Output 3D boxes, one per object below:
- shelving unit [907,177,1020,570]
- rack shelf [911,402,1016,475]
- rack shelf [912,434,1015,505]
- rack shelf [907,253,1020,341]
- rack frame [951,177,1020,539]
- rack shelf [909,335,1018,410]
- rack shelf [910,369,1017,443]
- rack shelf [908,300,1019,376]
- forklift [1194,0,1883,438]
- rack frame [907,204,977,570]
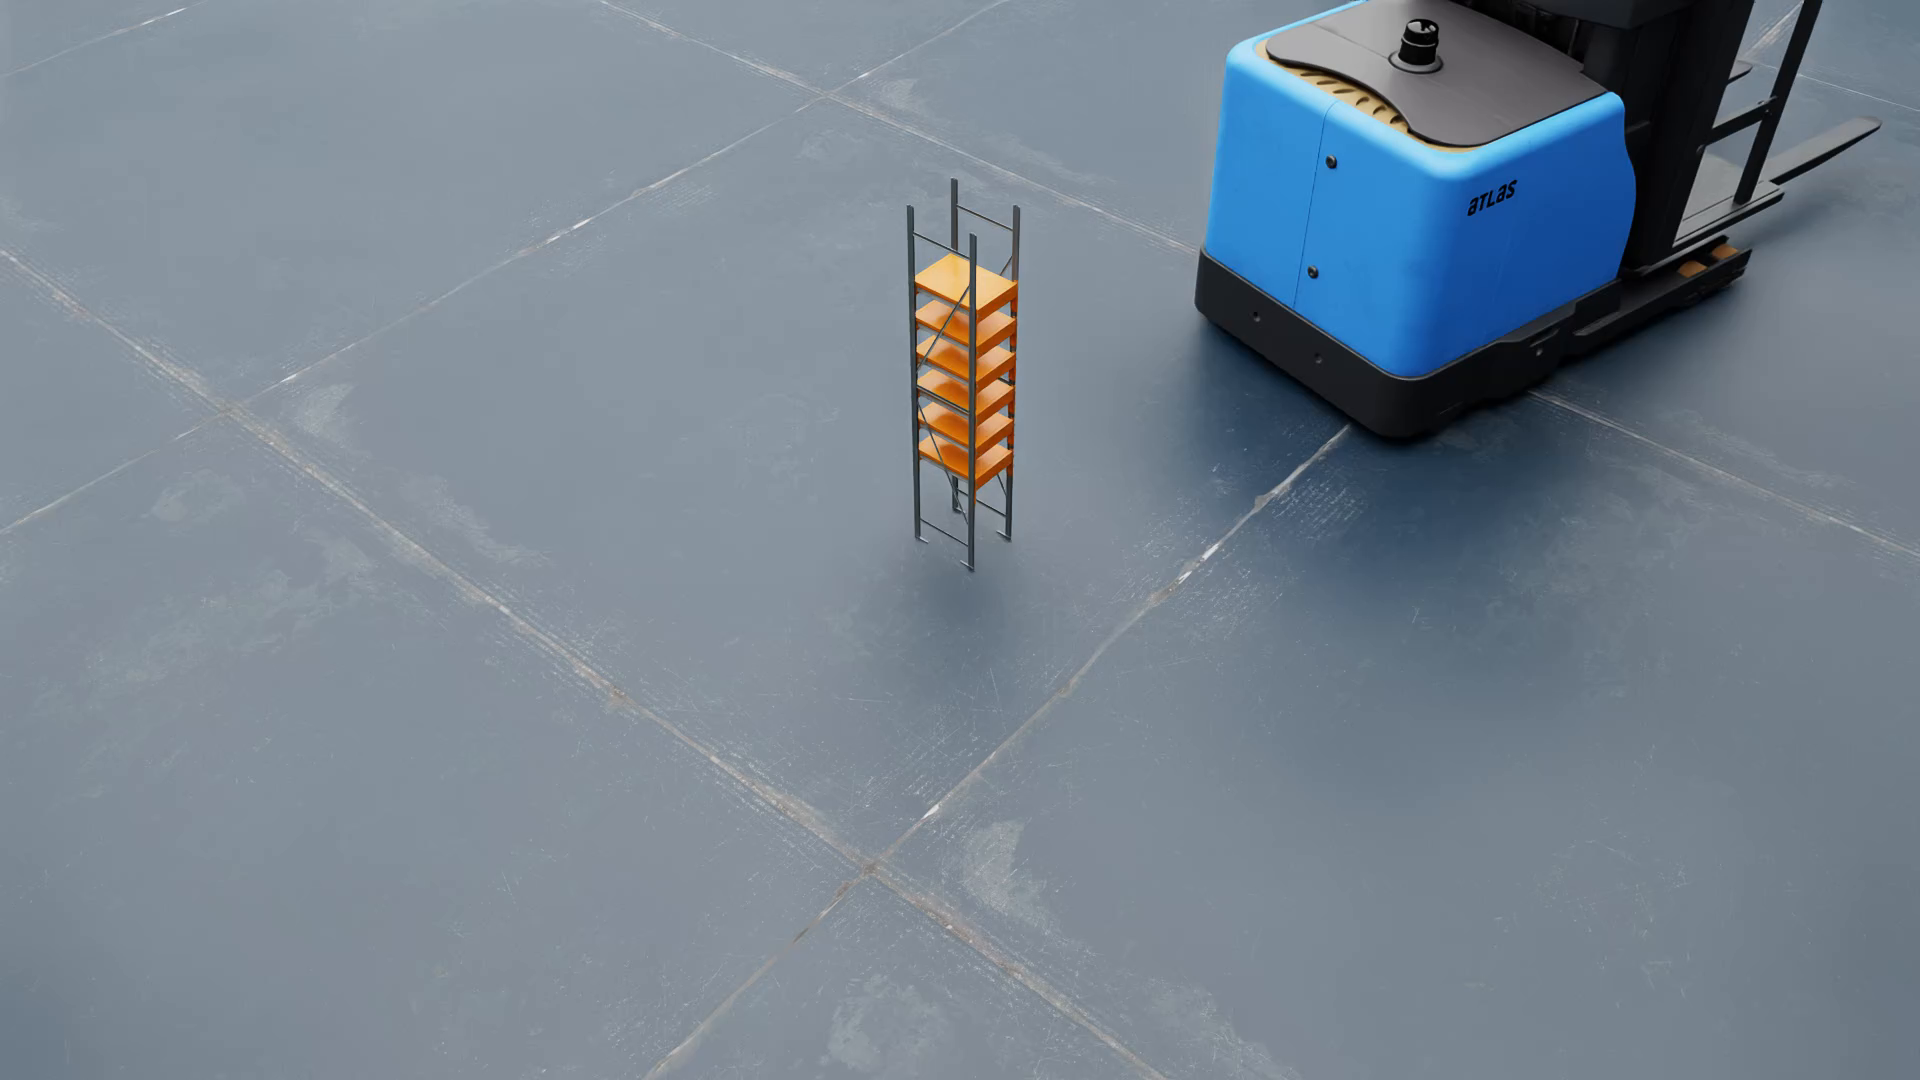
[{"bbox_3d":[0.009,-0.451,4.855,0.258,1.200,0.189,29,50,28],"label":"shelving unit"},{"bbox_3d":[0.009,-0.330,4.965,0.258,0.103,0.180,29,50,28],"label":"rack shelf"},{"bbox_3d":[0.009,-0.241,5.046,0.258,0.103,0.180,29,50,28],"label":"rack shelf"},{"bbox_3d":[0.009,-0.685,4.642,0.258,0.103,0.180,29,50,28],"label":"rack shelf"},{"bbox_3d":[0.068,-0.498,4.906,0.240,1.200,0.006,29,50,28],"label":"rack frame"},{"bbox_3d":[0.009,-0.507,4.804,0.258,0.103,0.180,29,50,28],"label":"rack shelf"},{"bbox_3d":[0.009,-0.419,4.884,0.258,0.103,0.180,29,50,28],"label":"rack shelf"},{"bbox_3d":[0.009,-0.596,4.723,0.258,0.103,0.180,29,50,28],"label":"rack shelf"},{"bbox_3d":[2.353,-2.222,5.515,3.031,2.935,1.130,-26,48,-26],"label":"forklift"},{"bbox_3d":[-0.050,-0.404,4.803,0.240,1.200,0.006,29,50,28],"label":"rack frame"}]
